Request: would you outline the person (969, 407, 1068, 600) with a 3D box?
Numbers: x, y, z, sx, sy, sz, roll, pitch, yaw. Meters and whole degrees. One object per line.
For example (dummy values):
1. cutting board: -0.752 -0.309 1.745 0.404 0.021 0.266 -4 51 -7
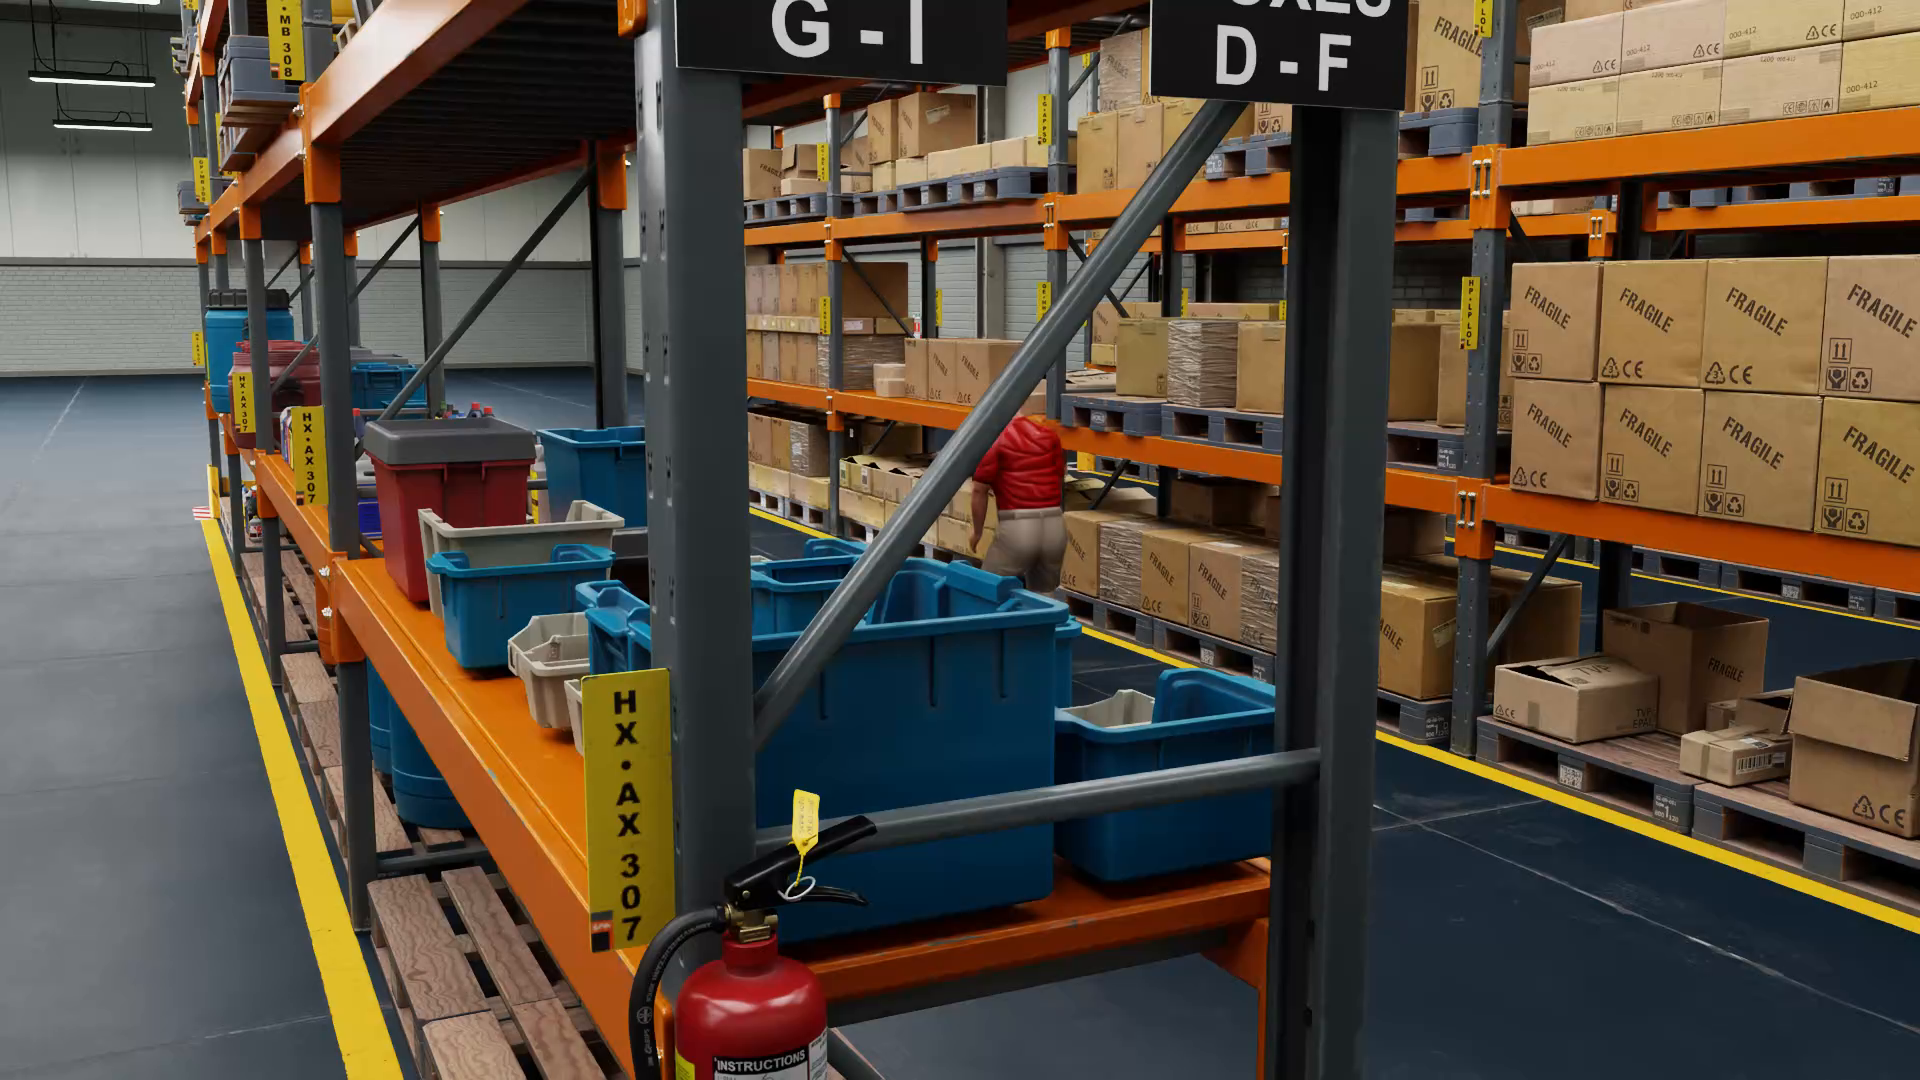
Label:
1. person: 0.337 -0.025 9.462 0.571 1.624 0.503 -4 9 -24
